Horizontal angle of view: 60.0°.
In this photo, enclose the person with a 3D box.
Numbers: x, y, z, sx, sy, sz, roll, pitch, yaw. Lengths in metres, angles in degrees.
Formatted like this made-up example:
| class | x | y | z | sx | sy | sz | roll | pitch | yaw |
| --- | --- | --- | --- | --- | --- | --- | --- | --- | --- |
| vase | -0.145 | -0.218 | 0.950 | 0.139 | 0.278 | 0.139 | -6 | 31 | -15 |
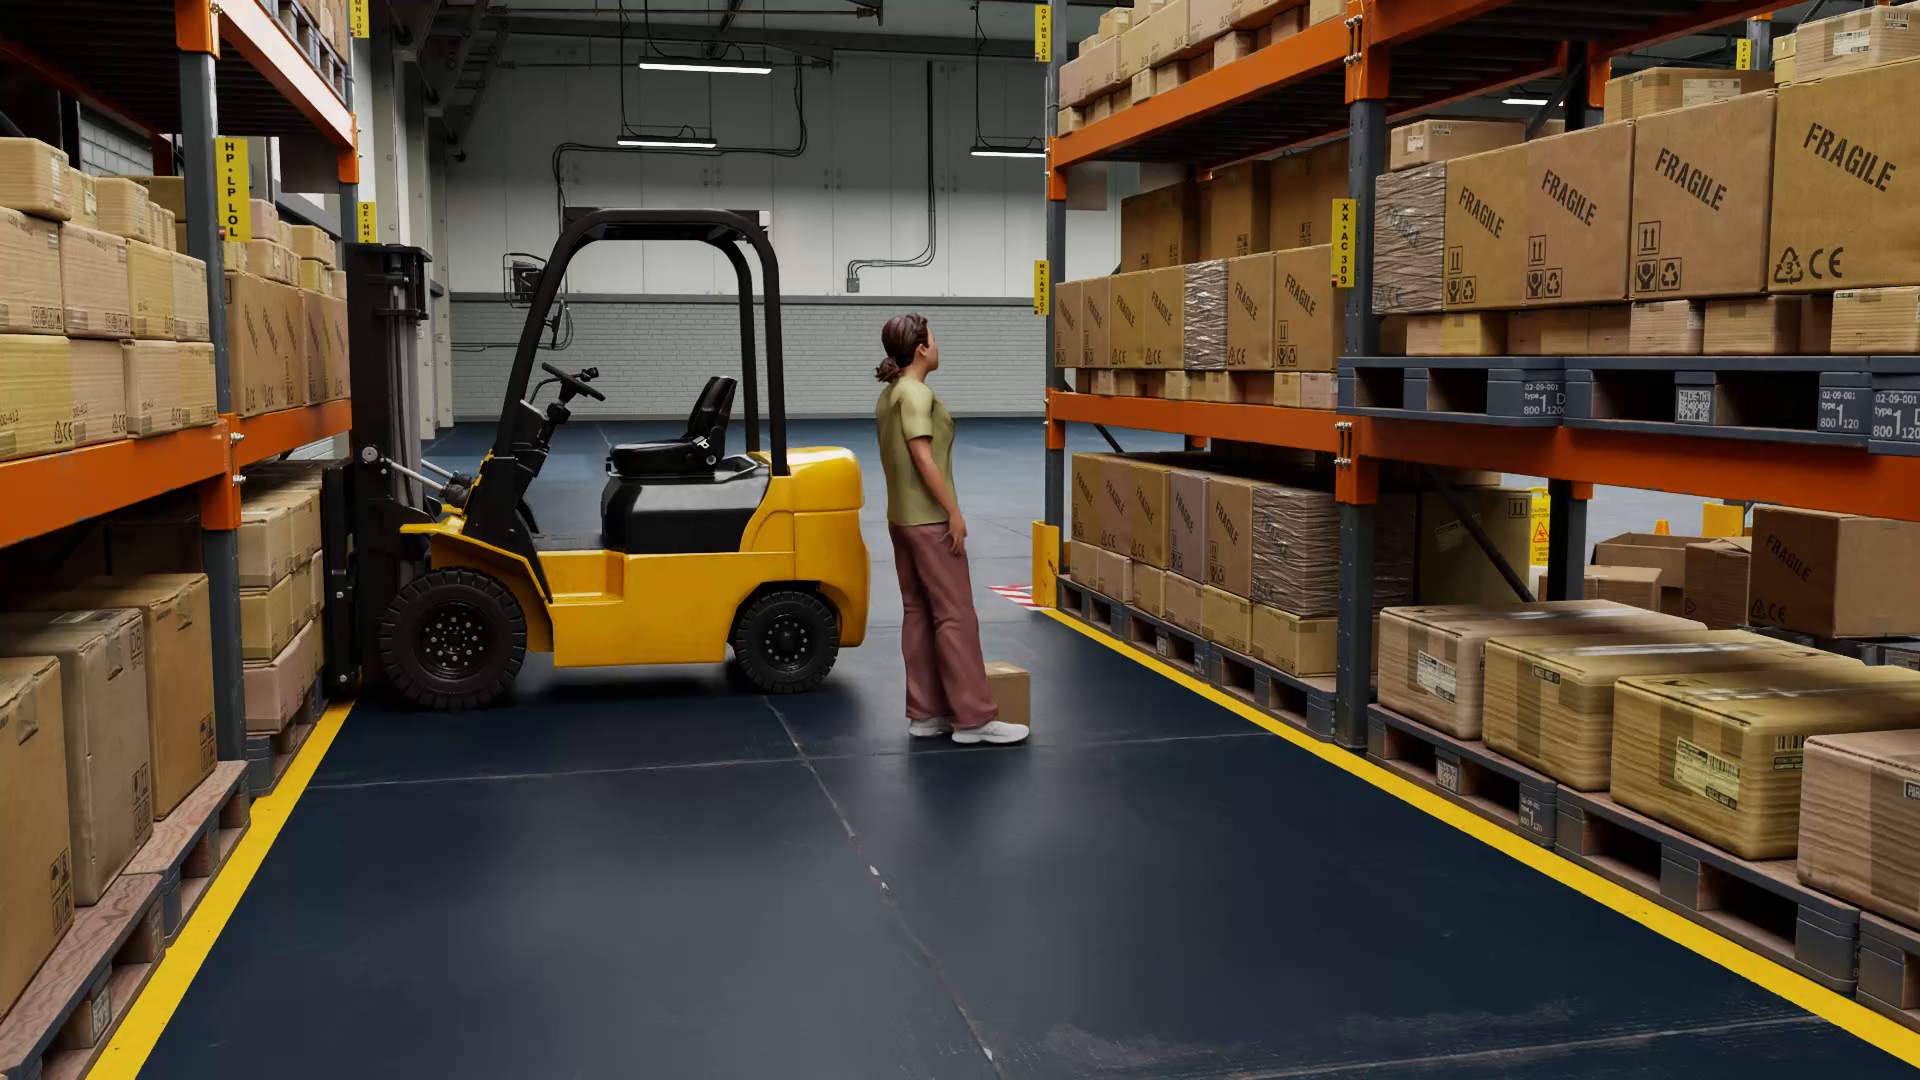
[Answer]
| class | x | y | z | sx | sy | sz | roll | pitch | yaw |
| --- | --- | --- | --- | --- | --- | --- | --- | --- | --- |
| person | -0.069 | -0.056 | 6.576 | 0.549 | 1.674 | 0.551 | -2 | 7 | -21 |
